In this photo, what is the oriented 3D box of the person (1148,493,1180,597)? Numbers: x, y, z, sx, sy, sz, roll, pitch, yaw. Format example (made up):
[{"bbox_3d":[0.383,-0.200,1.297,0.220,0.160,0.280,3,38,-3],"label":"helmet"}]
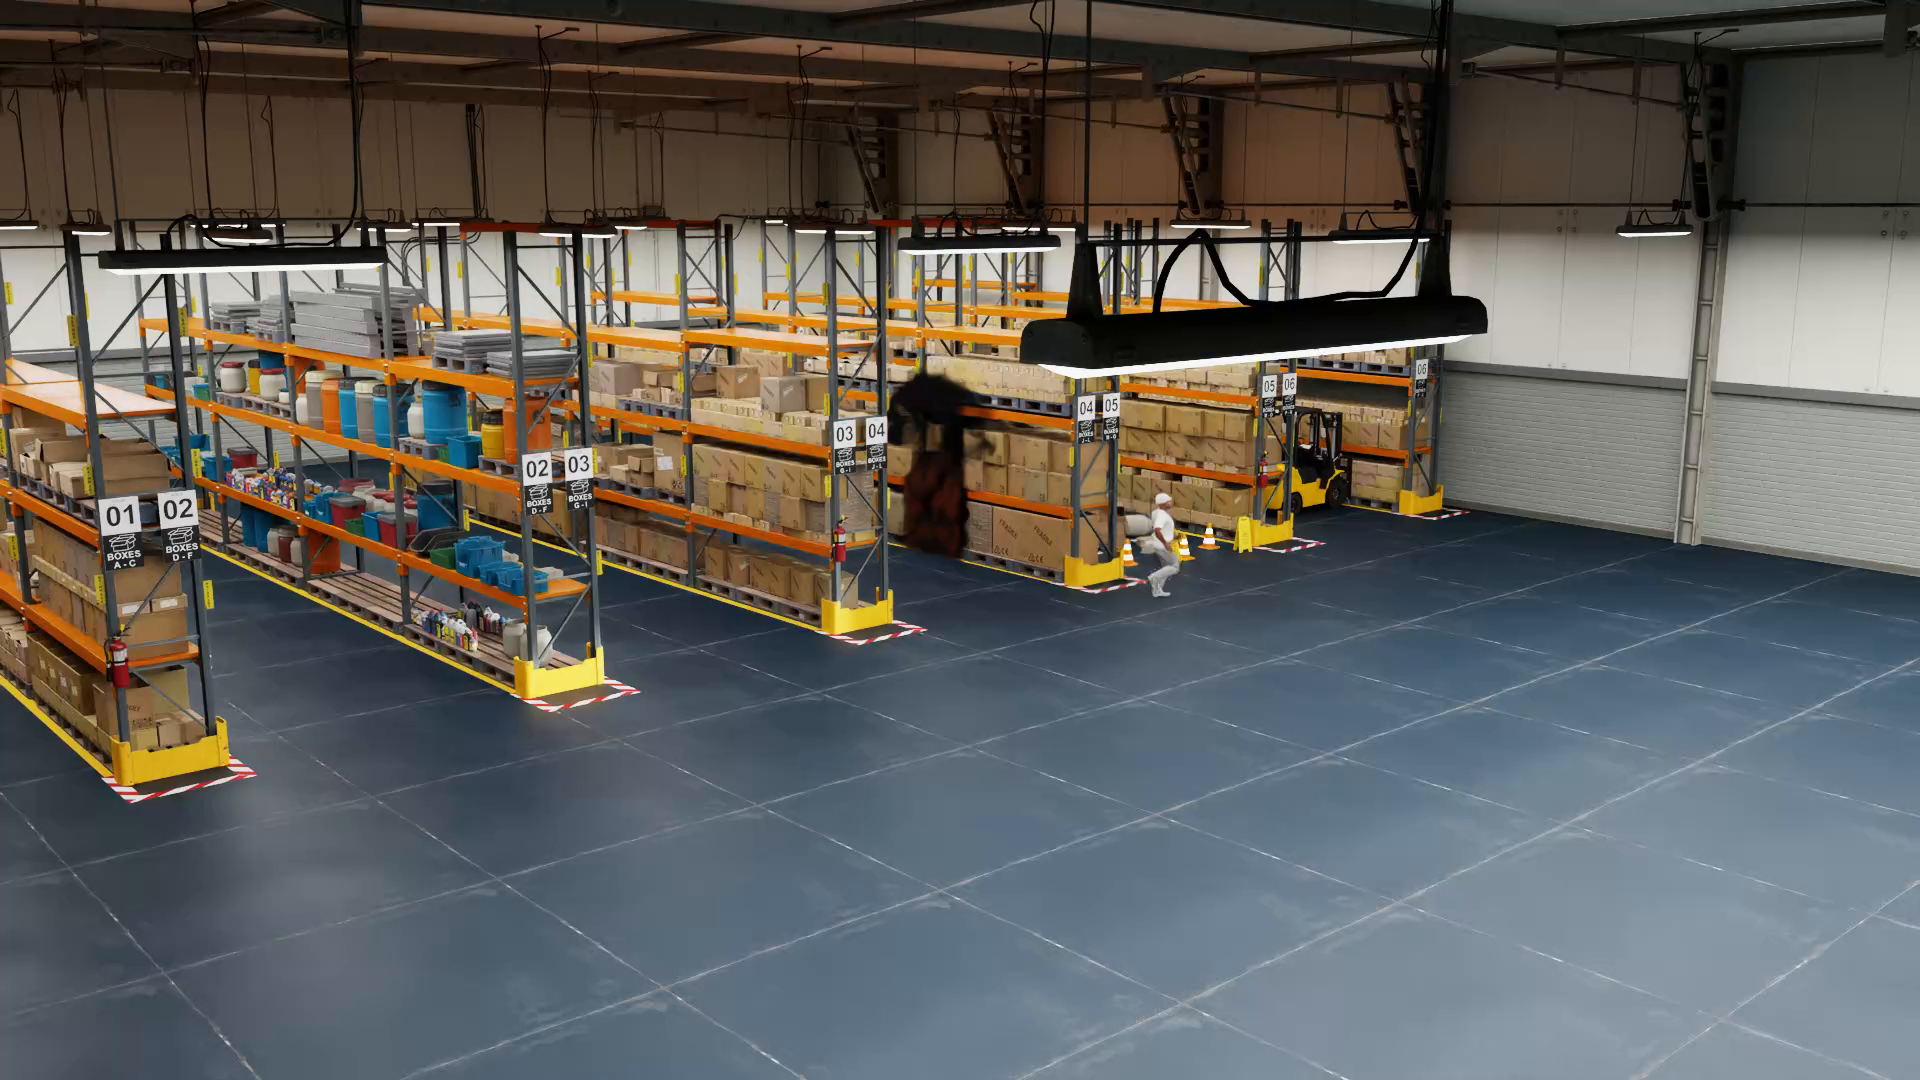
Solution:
[{"bbox_3d":[3.329,0.086,27.105,0.582,1.718,0.703,-1,11,-7],"label":"person"}]
